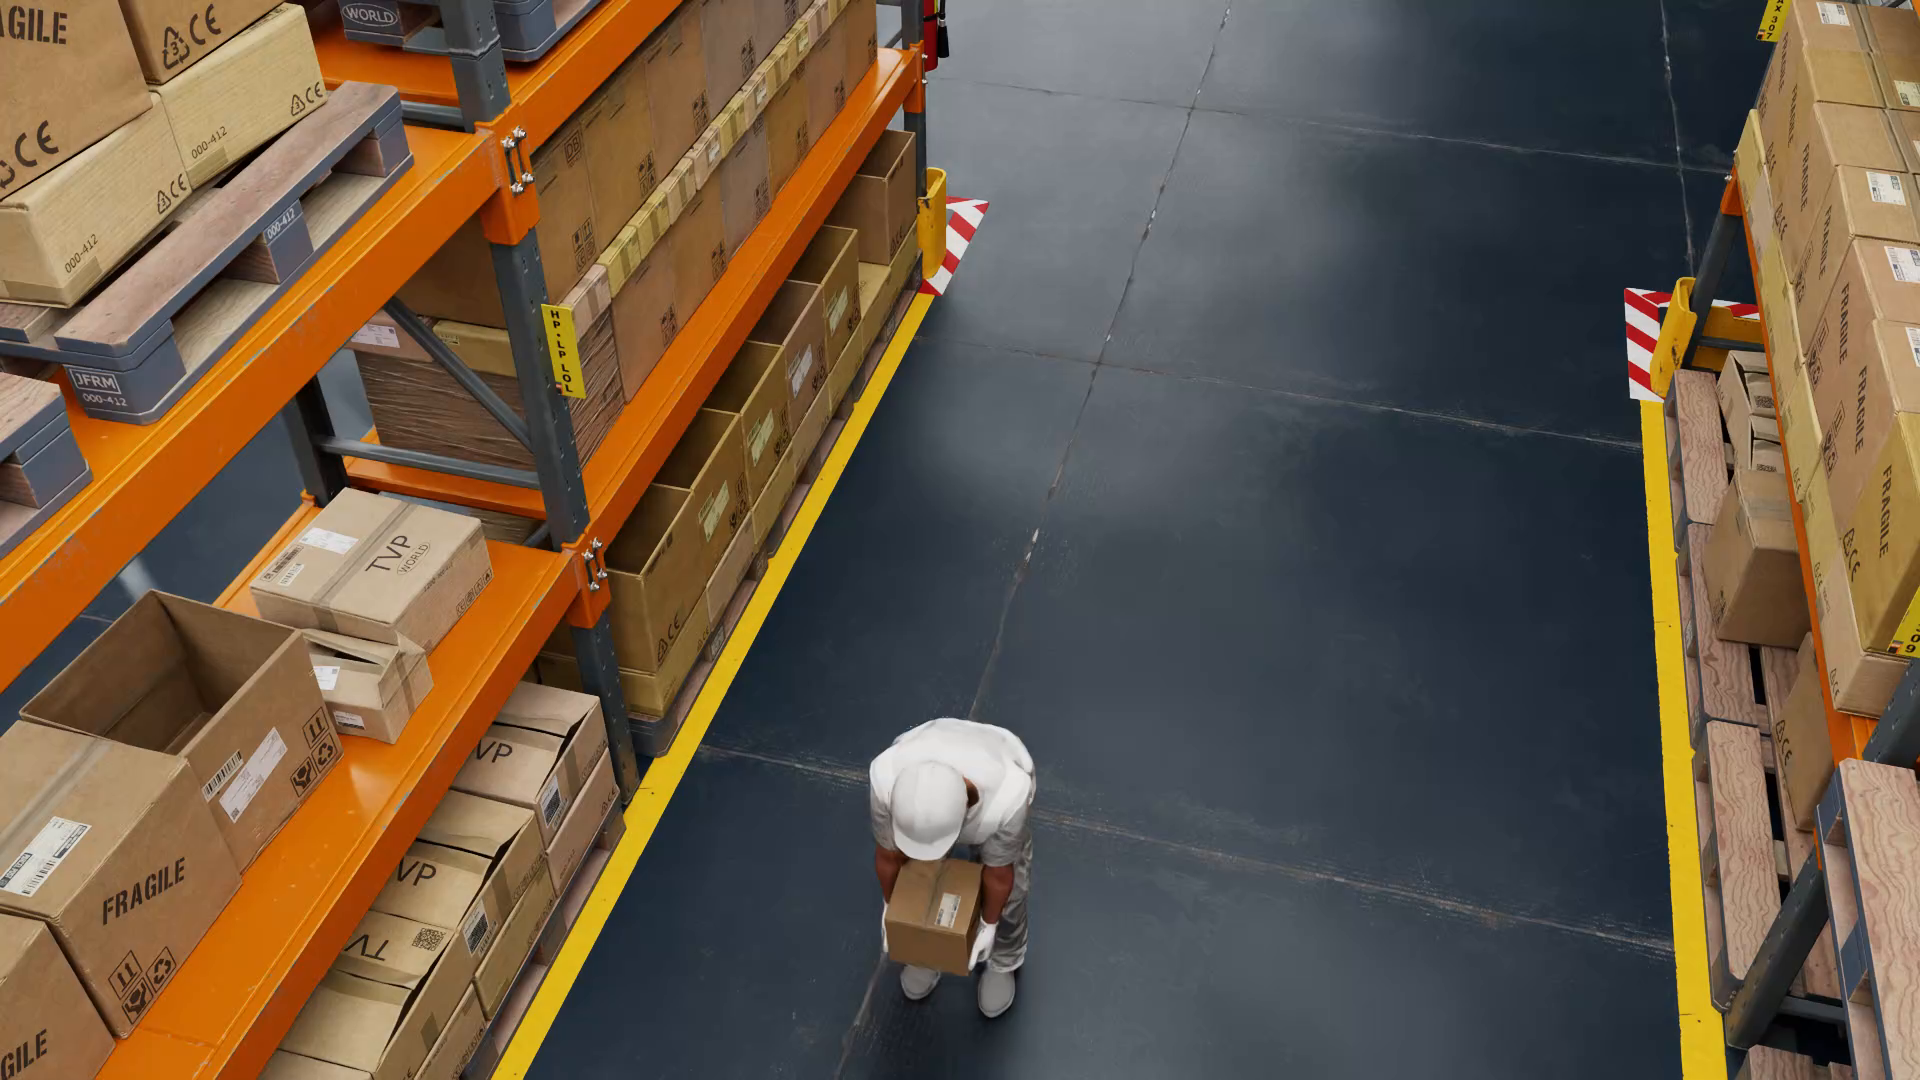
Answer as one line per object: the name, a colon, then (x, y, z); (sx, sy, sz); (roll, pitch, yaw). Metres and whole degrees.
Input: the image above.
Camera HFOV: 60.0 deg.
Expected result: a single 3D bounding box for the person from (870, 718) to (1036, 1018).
person: (-0.025, 1.020, 5.136); (0.479, 1.544, 0.822); (9, 41, 10)
